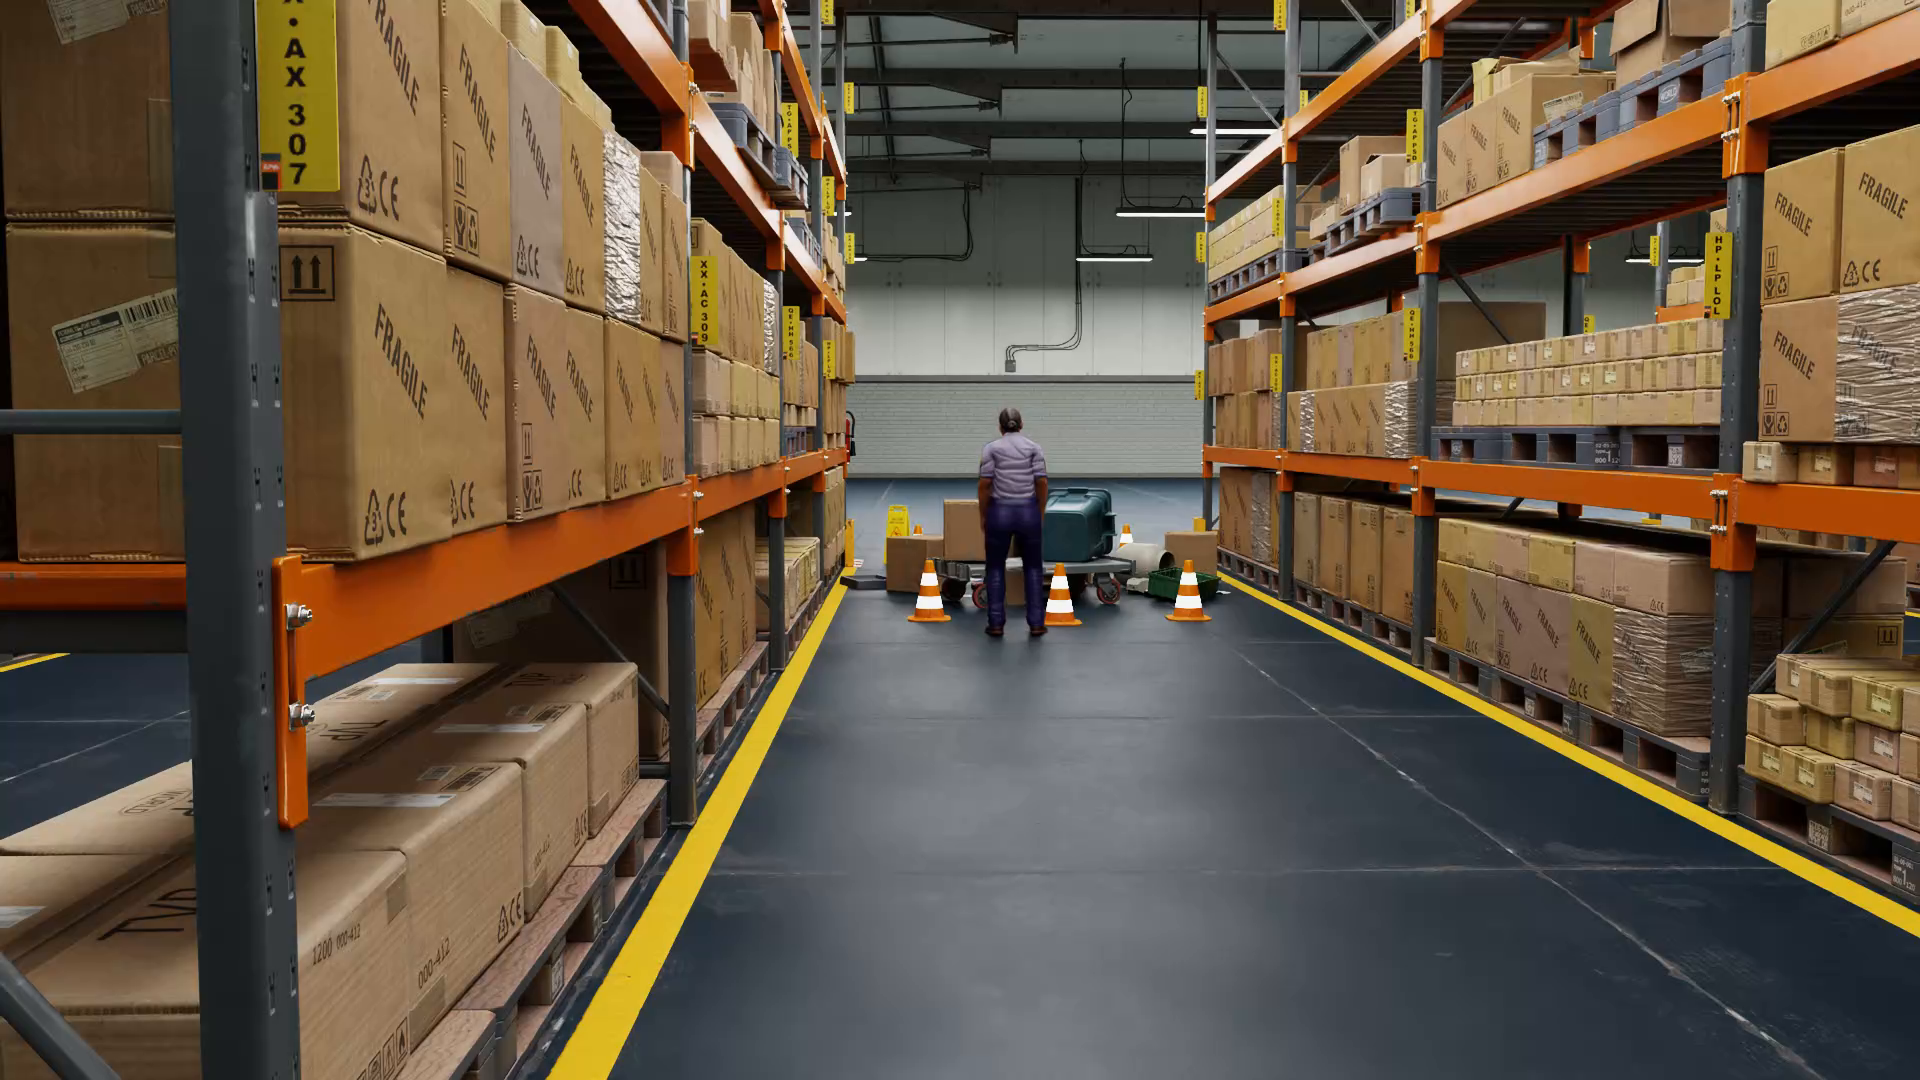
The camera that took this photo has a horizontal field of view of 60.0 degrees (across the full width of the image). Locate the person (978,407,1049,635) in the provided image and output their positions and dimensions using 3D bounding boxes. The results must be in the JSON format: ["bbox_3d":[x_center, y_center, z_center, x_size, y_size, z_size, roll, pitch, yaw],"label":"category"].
[{"bbox_3d":[0.391,-0.136,12.059,0.532,1.654,0.368,0,4,-3],"label":"person"}]
